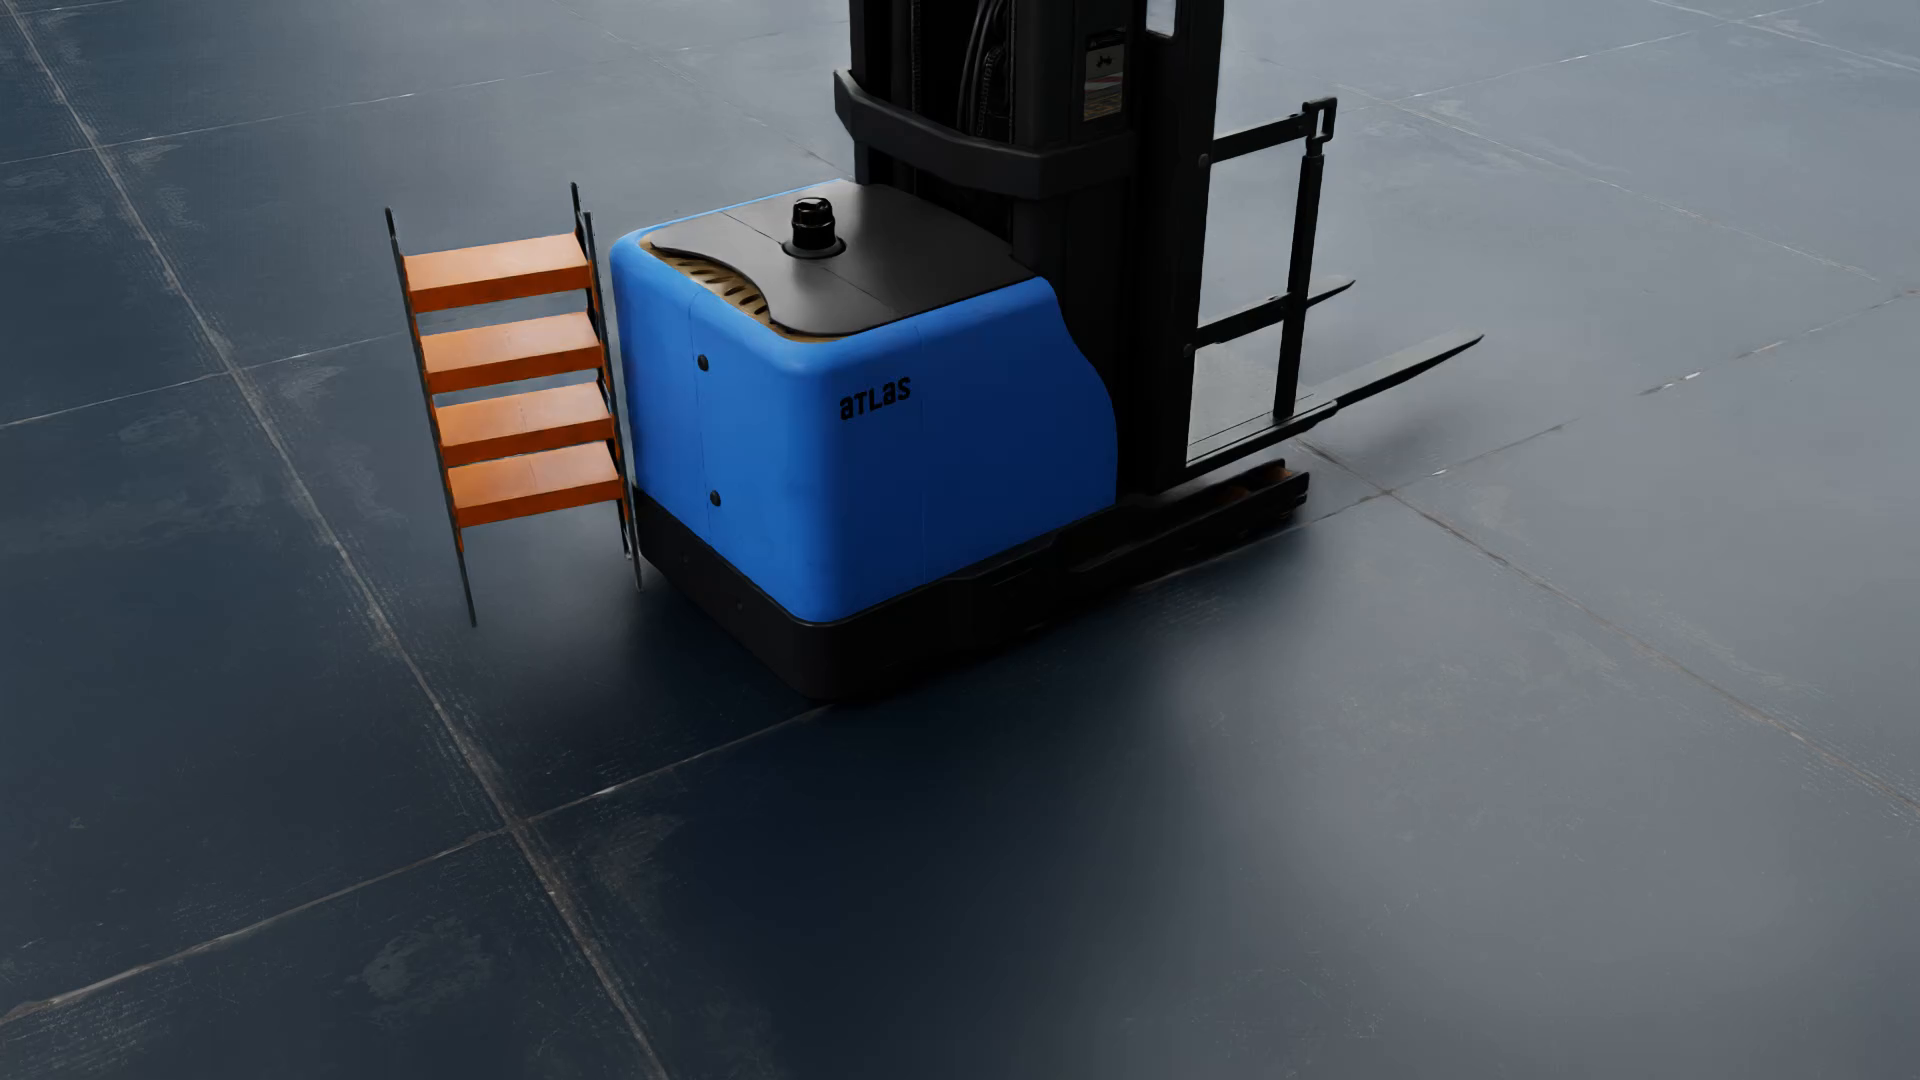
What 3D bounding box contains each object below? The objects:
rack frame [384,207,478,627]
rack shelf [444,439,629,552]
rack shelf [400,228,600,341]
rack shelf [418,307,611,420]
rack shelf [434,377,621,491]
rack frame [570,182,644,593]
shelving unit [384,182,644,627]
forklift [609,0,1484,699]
[{"bbox_3d":[-1.464,-0.314,4.622,0.015,1.200,0.240,-12,34,-16],"label":"rack frame"},{"bbox_3d":[-1.231,-0.137,4.834,0.480,0.148,0.258,-12,34,-16],"label":"rack shelf"},{"bbox_3d":[-1.241,-0.693,4.479,0.480,0.148,0.258,-12,34,-16],"label":"rack shelf"},{"bbox_3d":[-1.237,-0.493,4.607,0.480,0.148,0.258,-12,34,-16],"label":"rack shelf"},{"bbox_3d":[-1.234,-0.305,4.727,0.480,0.148,0.258,-12,34,-16],"label":"rack shelf"},{"bbox_3d":[-1.006,-0.409,4.759,0.015,1.200,0.240,-12,34,-16],"label":"rack frame"},{"bbox_3d":[-1.235,-0.361,4.691,0.503,1.200,0.258,-12,34,-16],"label":"shelving unit"},{"bbox_3d":[0.497,-1.445,4.793,3.031,2.935,1.130,-22,39,-31],"label":"forklift"}]
